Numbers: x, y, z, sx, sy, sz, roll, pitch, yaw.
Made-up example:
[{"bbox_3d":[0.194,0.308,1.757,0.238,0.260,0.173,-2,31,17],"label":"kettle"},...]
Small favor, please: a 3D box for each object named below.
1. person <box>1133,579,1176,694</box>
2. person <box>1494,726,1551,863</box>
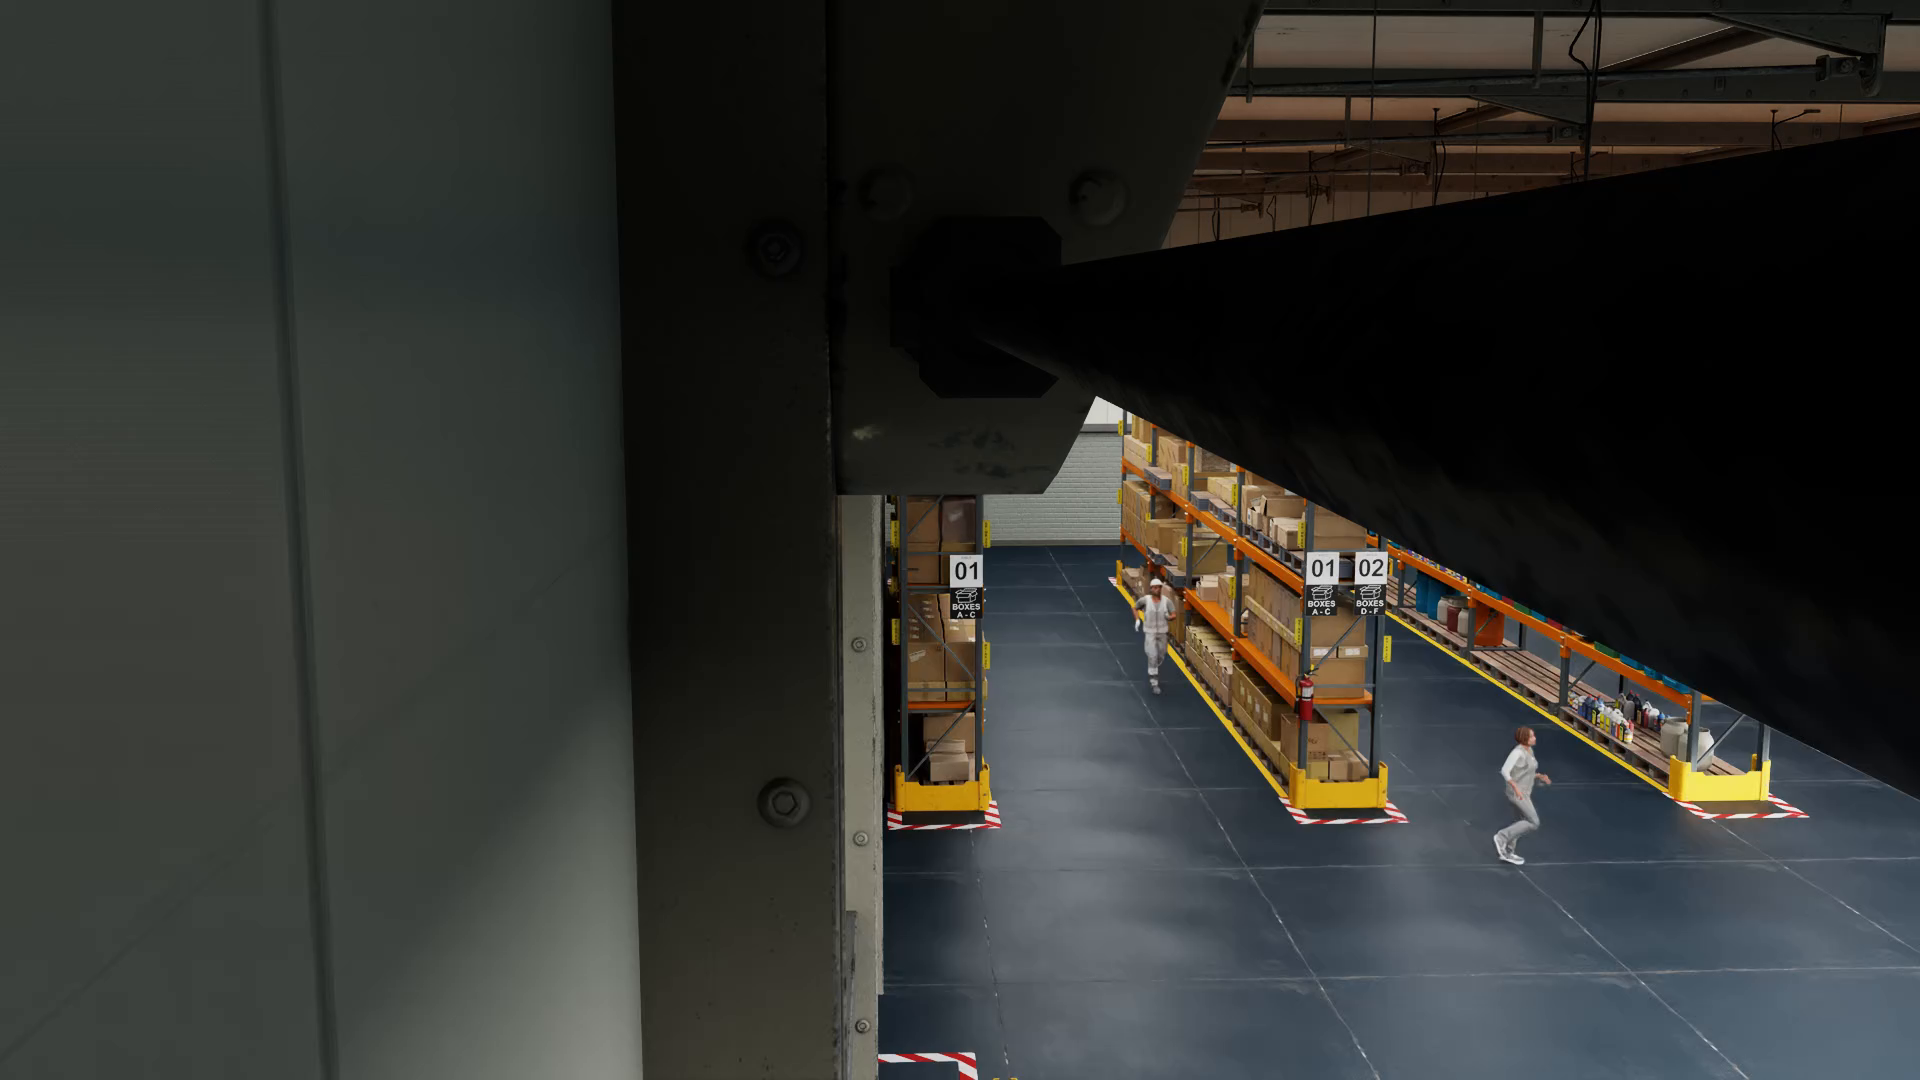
[{"bbox_3d":[3.138,1.500,26.626,0.659,1.772,0.948,-1,8,-7],"label":"person"},{"bbox_3d":[6.286,2.842,18.556,0.549,1.568,0.523,5,10,28],"label":"person"}]
